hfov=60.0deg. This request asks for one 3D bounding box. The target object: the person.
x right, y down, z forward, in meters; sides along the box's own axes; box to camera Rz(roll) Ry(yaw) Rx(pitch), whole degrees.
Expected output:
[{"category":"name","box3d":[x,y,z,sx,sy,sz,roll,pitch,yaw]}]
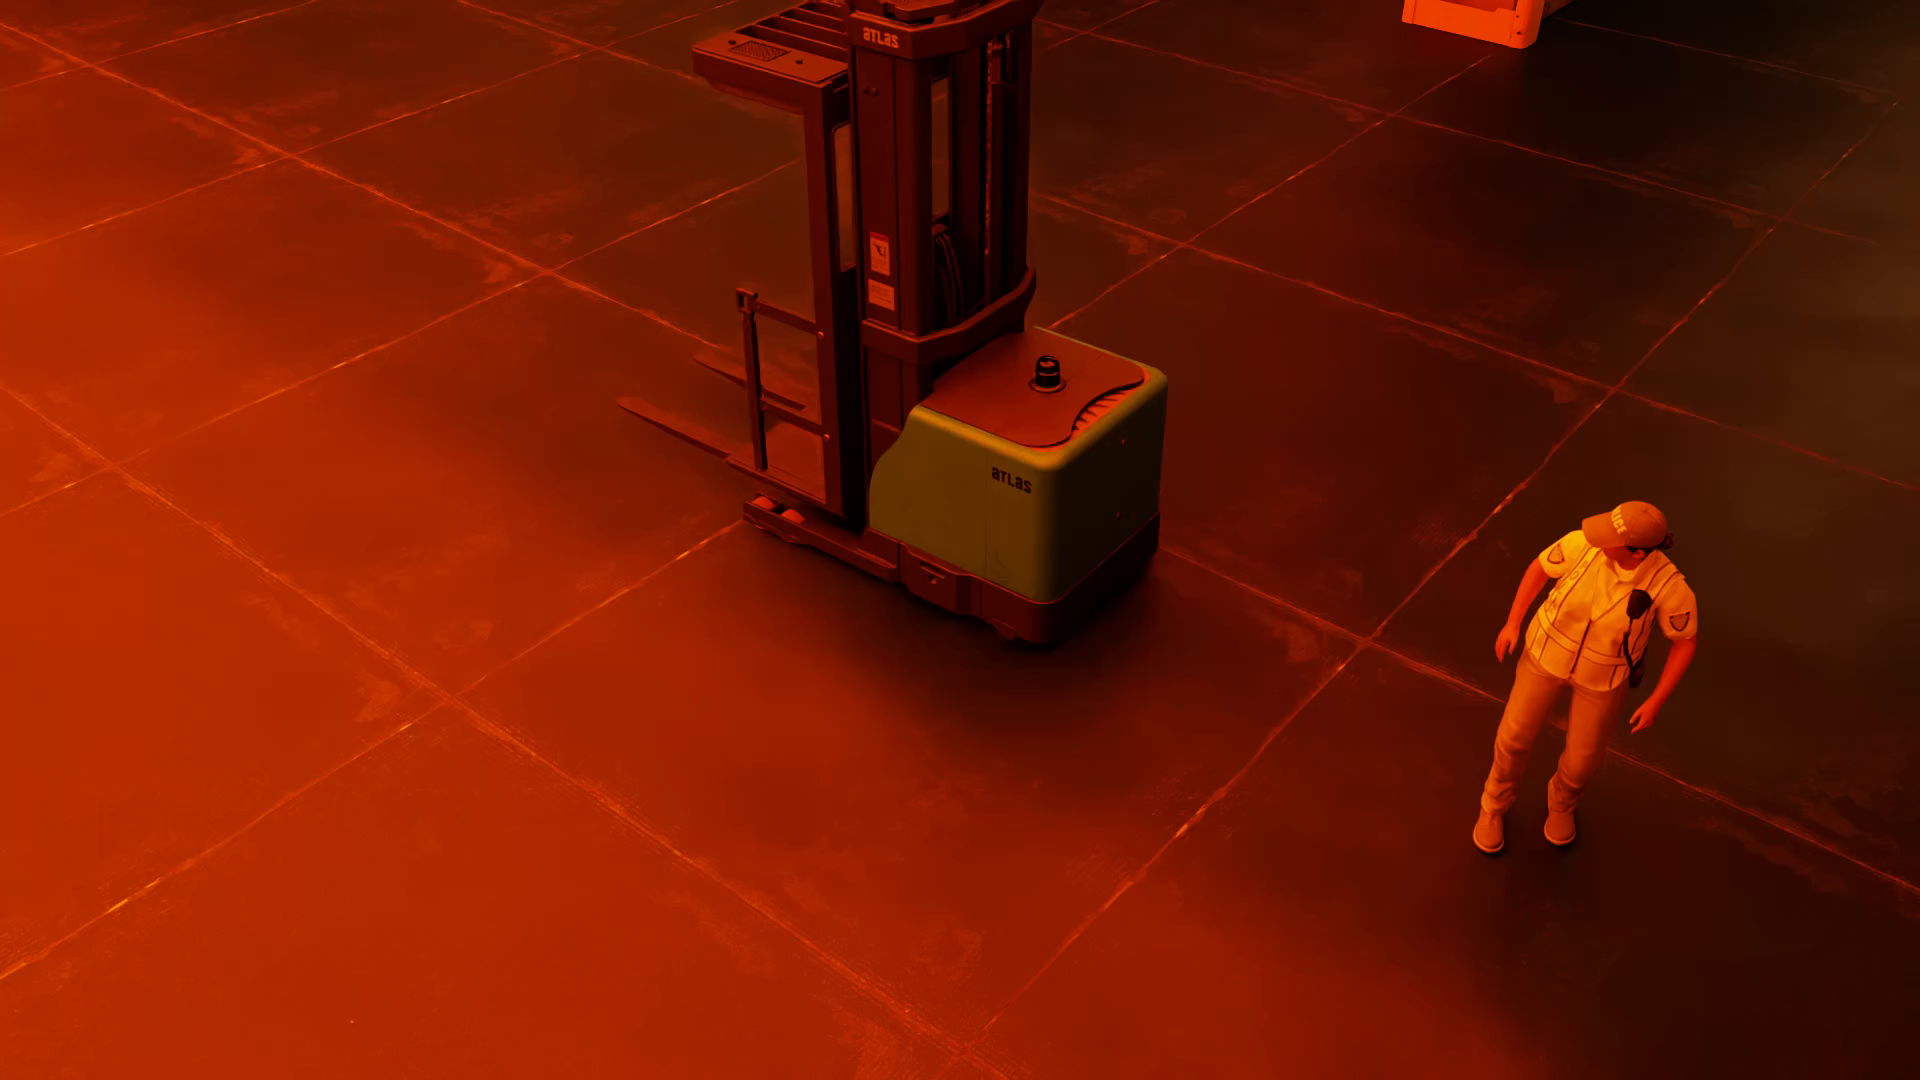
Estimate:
[{"category":"person","box3d":[2.393,0.530,6.384,0.687,1.646,0.514,19,40,24]}]

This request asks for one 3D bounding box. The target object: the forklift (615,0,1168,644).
[{"category":"forklift","box3d":[-0.495,-1.397,7.939,3.031,2.935,1.130,24,42,29]}]
